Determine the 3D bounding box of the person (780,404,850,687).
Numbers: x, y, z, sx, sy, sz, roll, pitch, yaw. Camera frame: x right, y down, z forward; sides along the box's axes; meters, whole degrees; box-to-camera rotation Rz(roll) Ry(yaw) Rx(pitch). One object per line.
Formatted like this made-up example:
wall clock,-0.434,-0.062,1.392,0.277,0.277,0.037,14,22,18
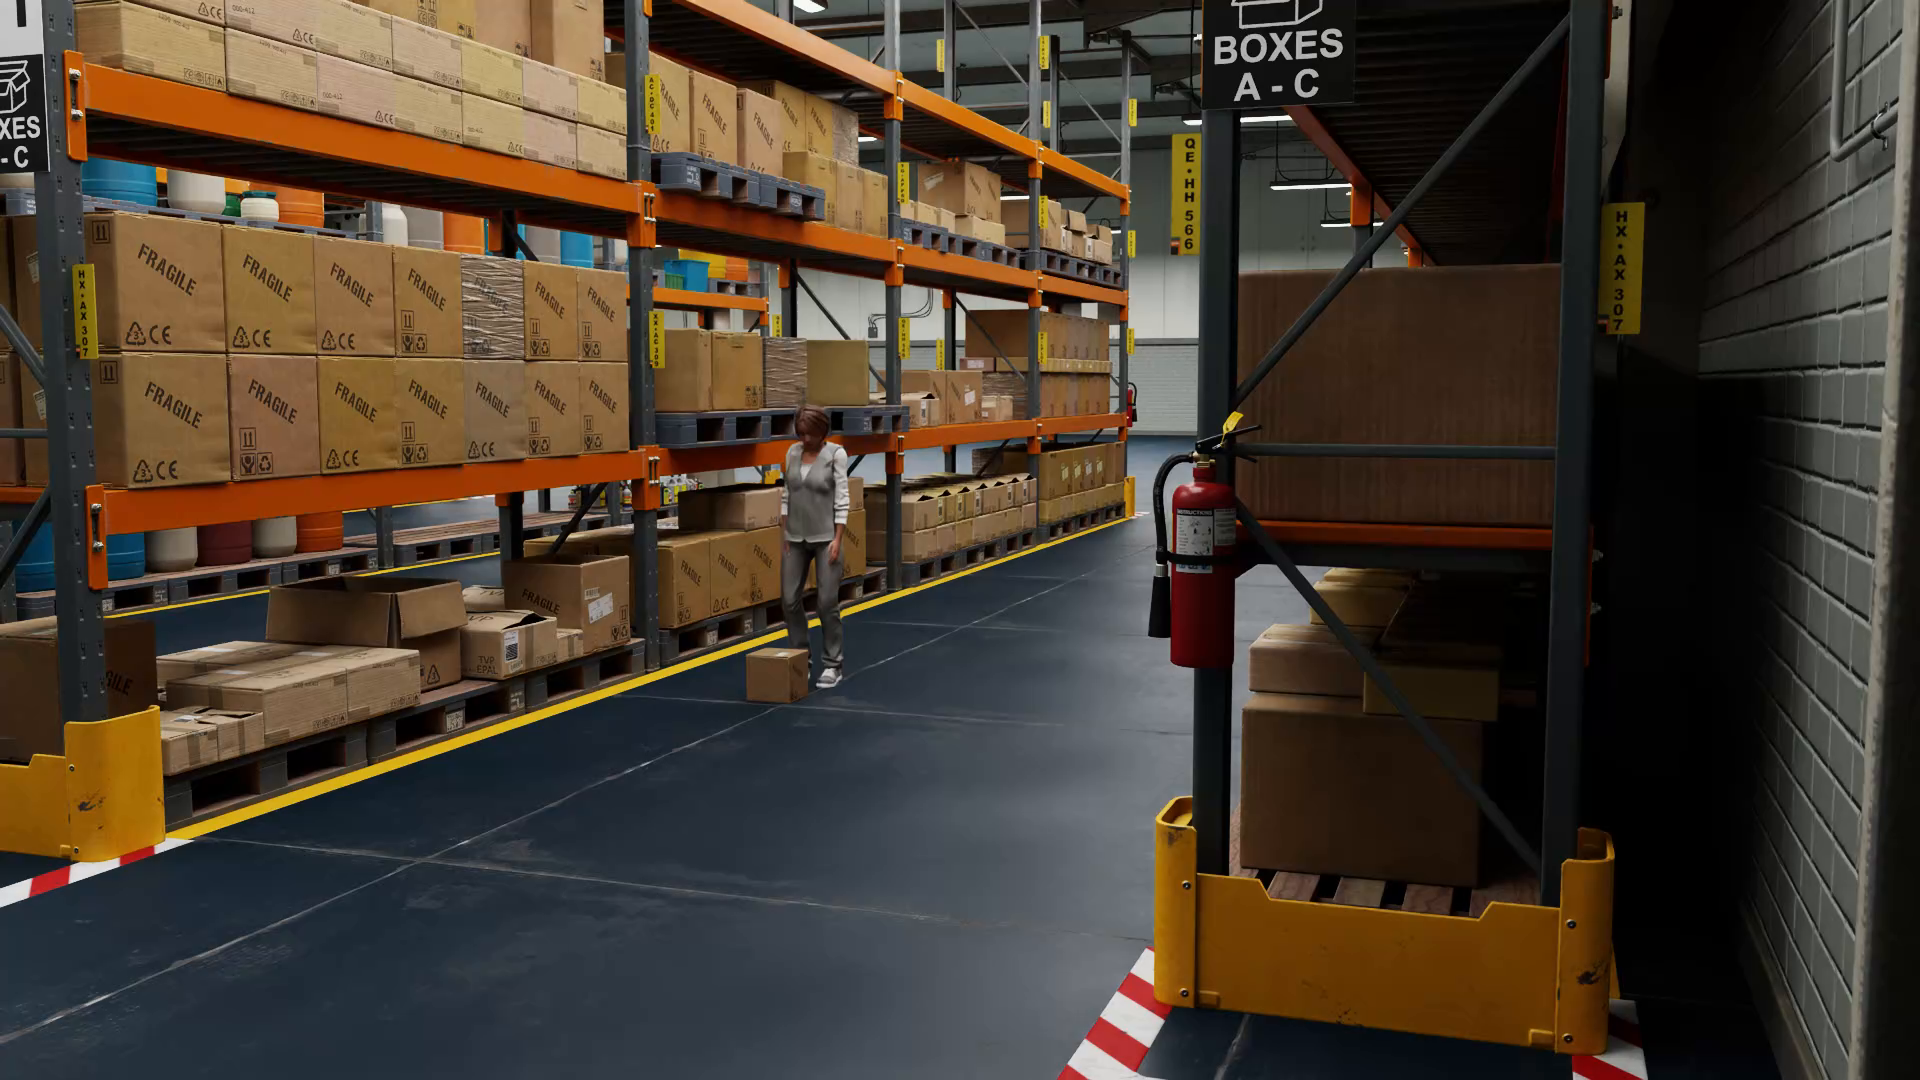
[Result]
person,-0.803,0.038,9.303,0.417,1.564,0.341,2,6,20
